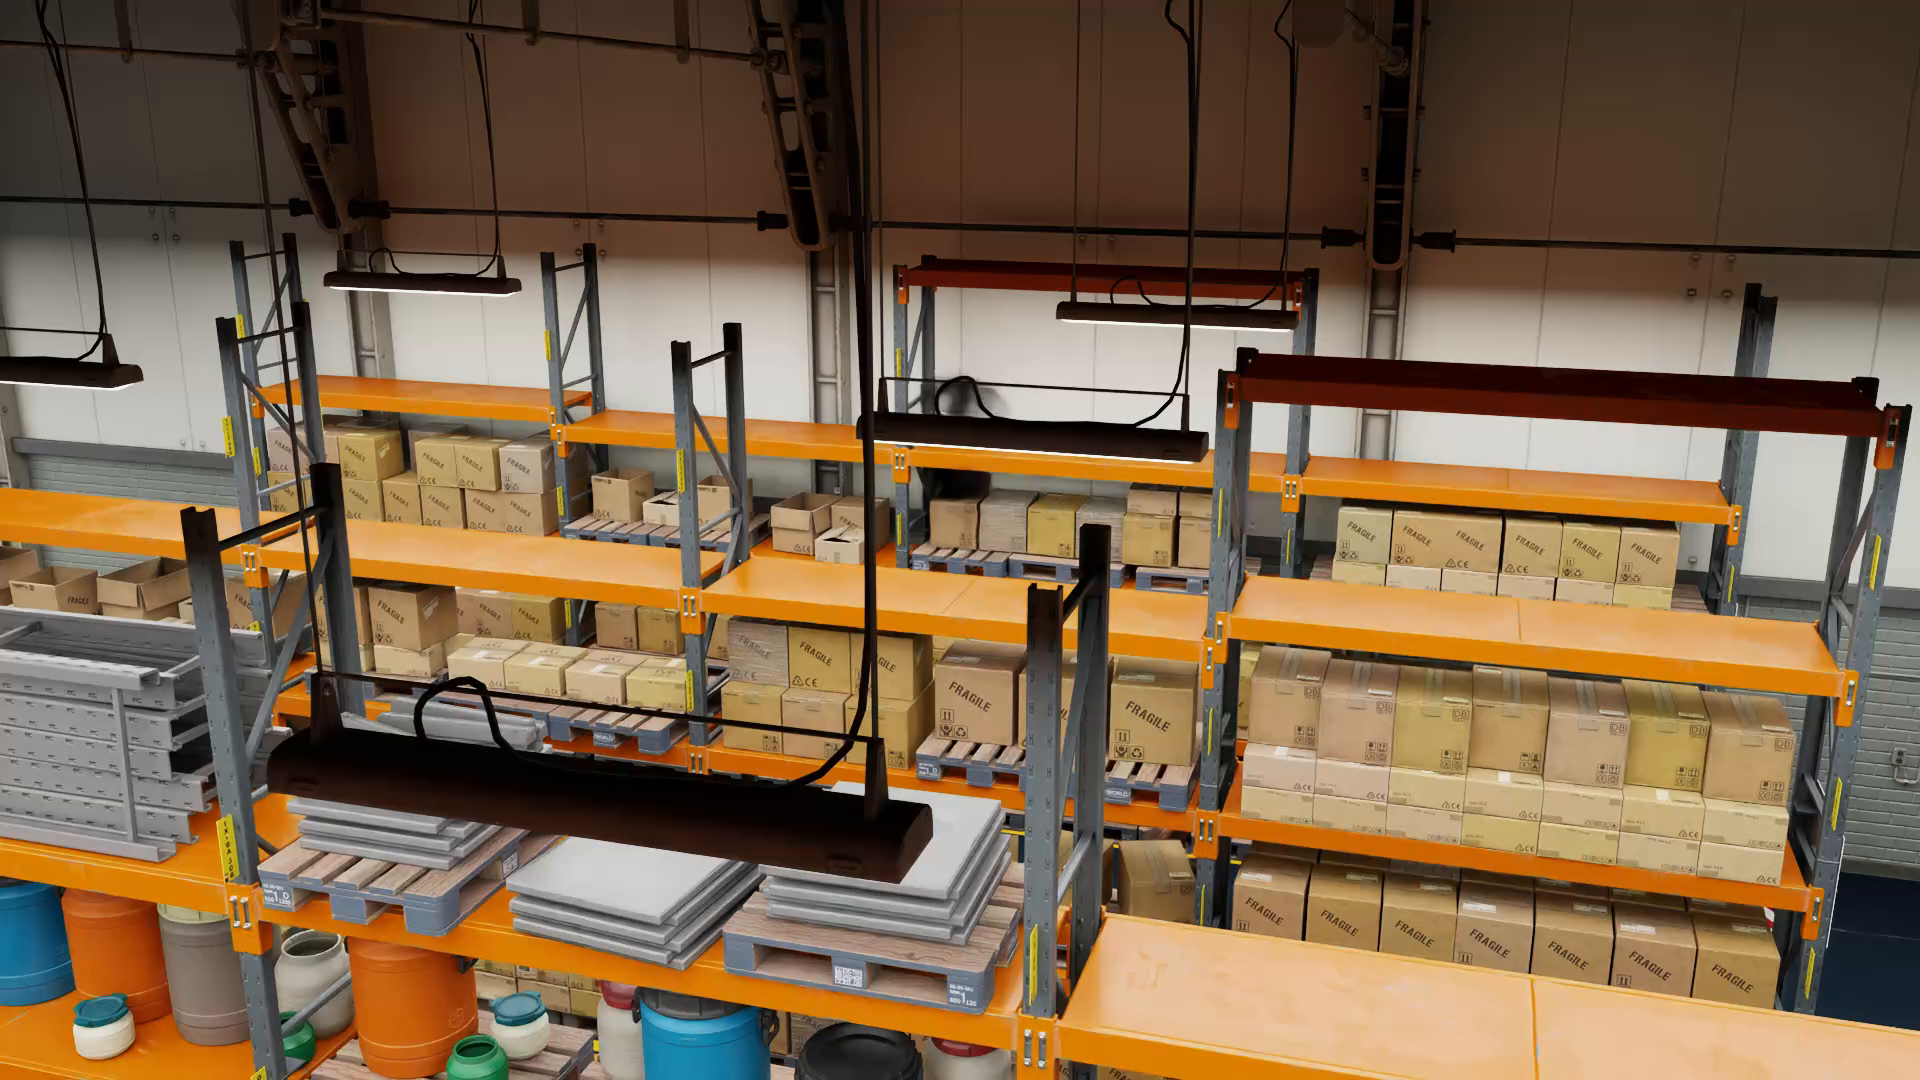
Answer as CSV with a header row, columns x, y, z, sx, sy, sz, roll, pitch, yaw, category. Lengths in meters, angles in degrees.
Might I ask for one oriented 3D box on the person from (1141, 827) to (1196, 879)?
x,y,z,sx,sy,sz,roll,pitch,yaw,category
2.065,2.707,15.583,0.872,1.771,0.710,0,16,1,person
